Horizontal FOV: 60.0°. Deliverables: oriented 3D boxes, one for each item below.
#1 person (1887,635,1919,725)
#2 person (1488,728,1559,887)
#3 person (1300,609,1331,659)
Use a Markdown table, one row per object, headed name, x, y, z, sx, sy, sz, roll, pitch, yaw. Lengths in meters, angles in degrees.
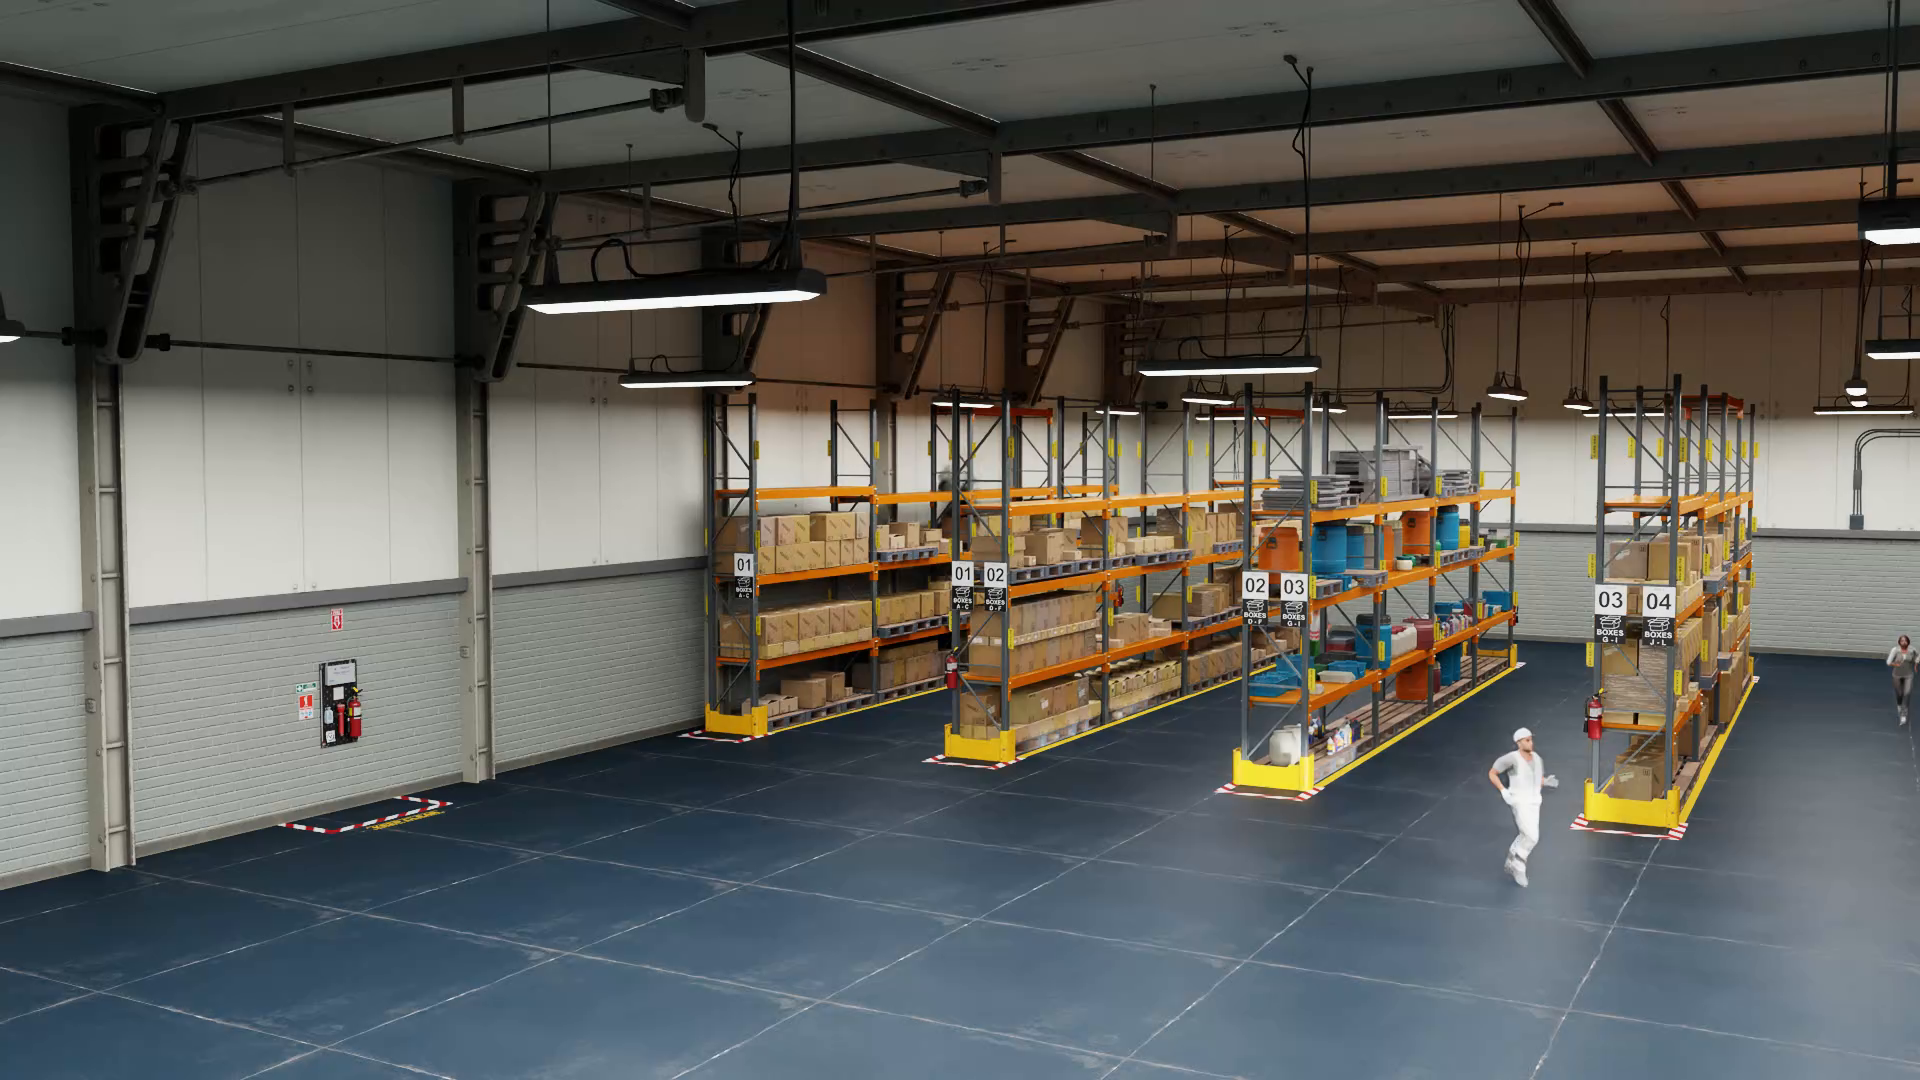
| name | x | y | z | sx | sy | sz | roll | pitch | yaw |
| --- | --- | --- | --- | --- | --- | --- | --- | --- | --- |
| person | 17.391 | 2.555 | 30.666 | 0.545 | 1.628 | 0.849 | 2 | 4 | 28 |
| person | 6.530 | 3.078 | 19.171 | 0.635 | 1.810 | 0.684 | -2 | 4 | -29 |
| person | 7.722 | 2.180 | 36.160 | 0.655 | 1.762 | 0.823 | 1 | 3 | 19 |
